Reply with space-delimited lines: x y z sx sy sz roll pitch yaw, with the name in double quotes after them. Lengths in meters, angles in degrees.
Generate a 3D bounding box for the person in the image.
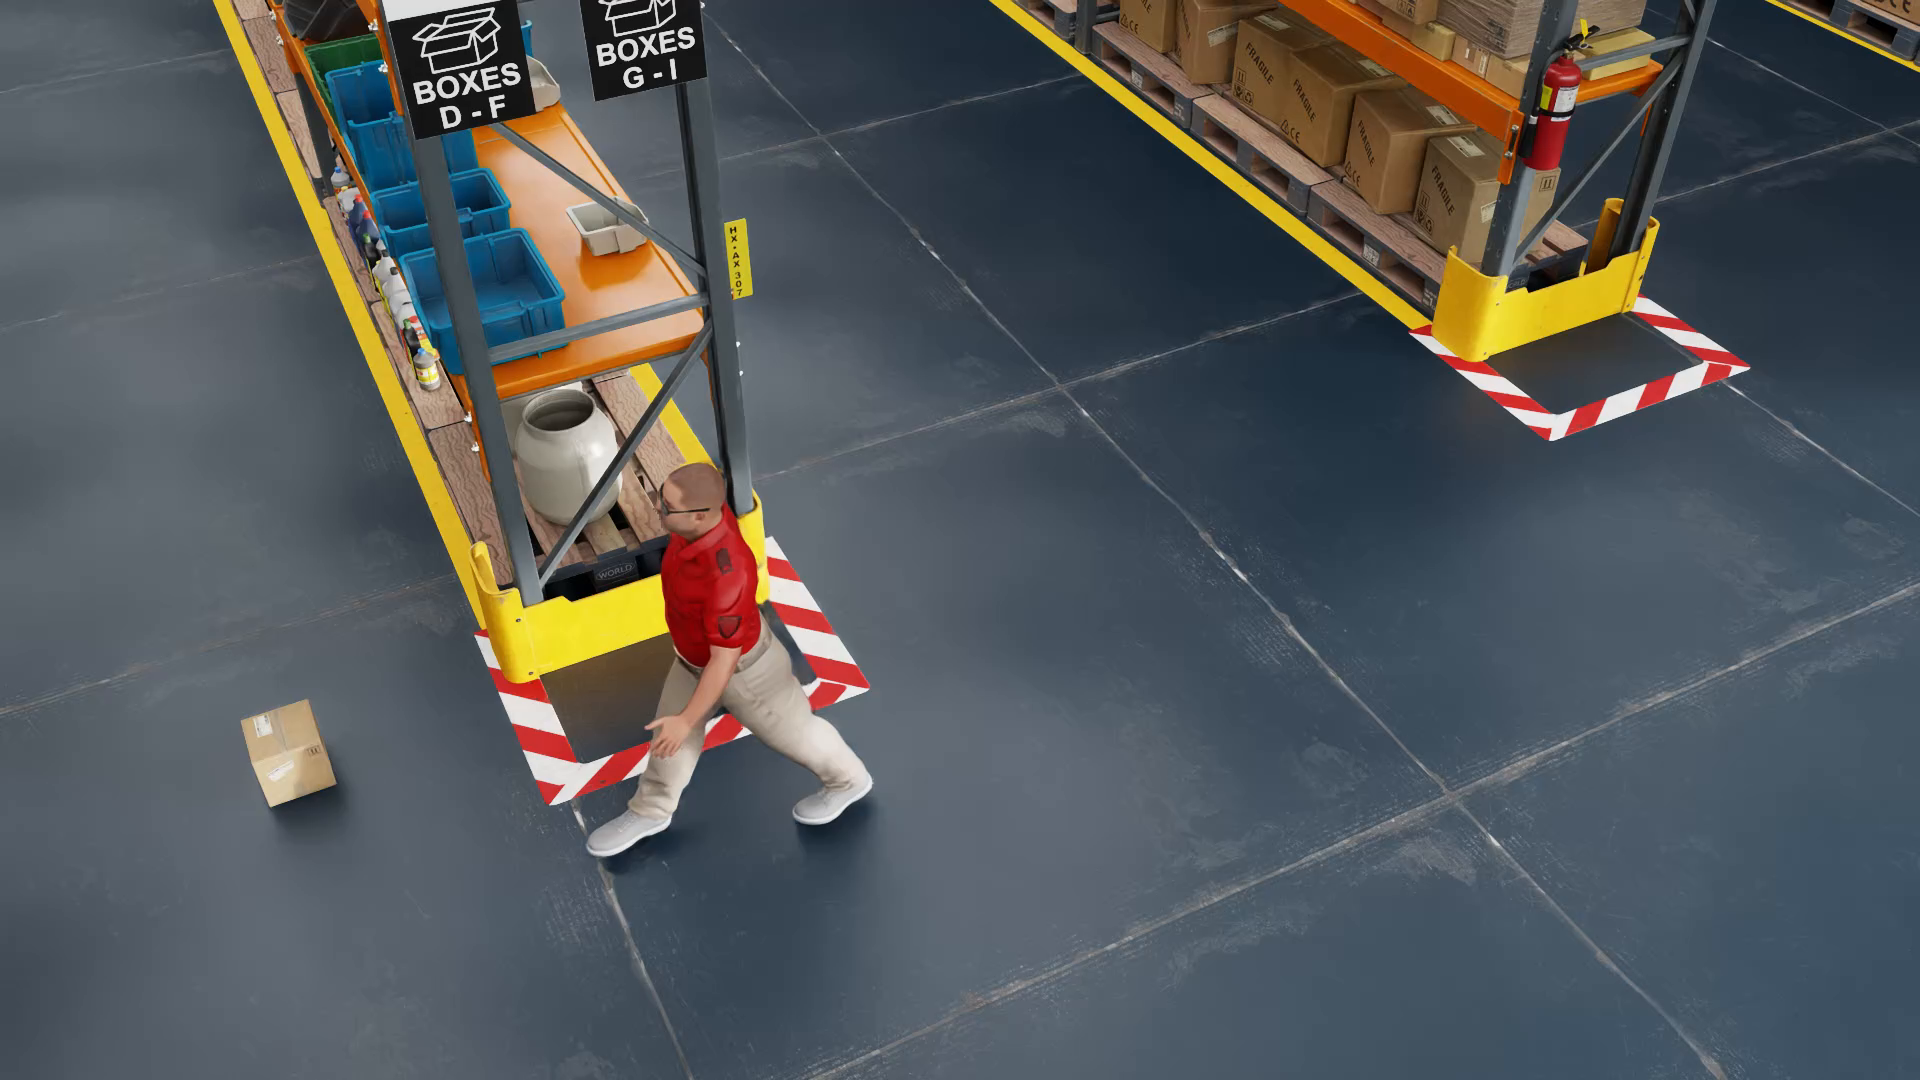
-0.855 0.423 5.667 1.053 1.660 0.587 -18 44 -19 "person"
